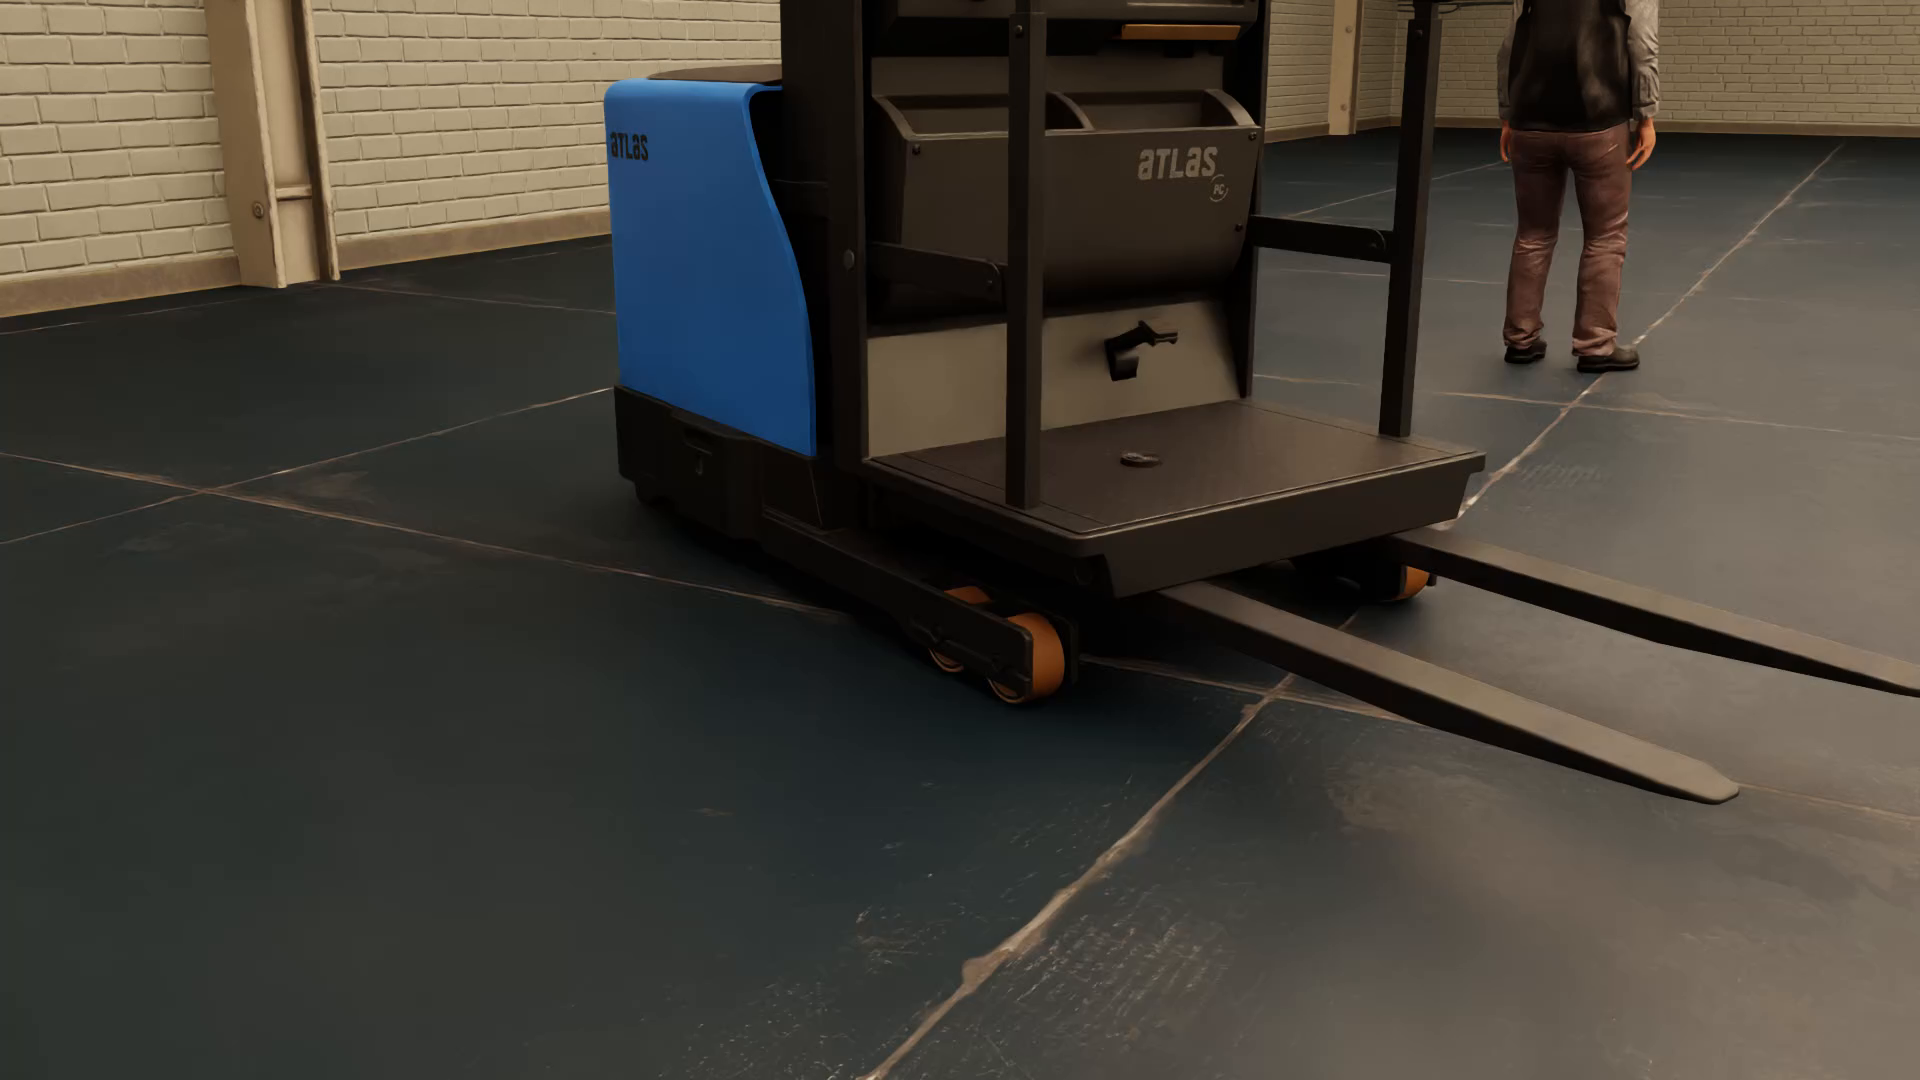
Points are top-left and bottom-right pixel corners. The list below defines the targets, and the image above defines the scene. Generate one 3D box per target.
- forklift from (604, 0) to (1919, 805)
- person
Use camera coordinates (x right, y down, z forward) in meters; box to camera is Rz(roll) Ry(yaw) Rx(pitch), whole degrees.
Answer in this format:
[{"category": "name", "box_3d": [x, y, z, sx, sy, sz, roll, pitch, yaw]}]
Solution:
[{"category": "forklift", "box_3d": [0.361, -1.262, 3.137, 1.130, 2.935, 3.031, -11, 20, -34]}, {"category": "person", "box_3d": [2.234, -1.493, 6.070, 0.586, 1.720, 0.427, 14, 22, 40]}]
